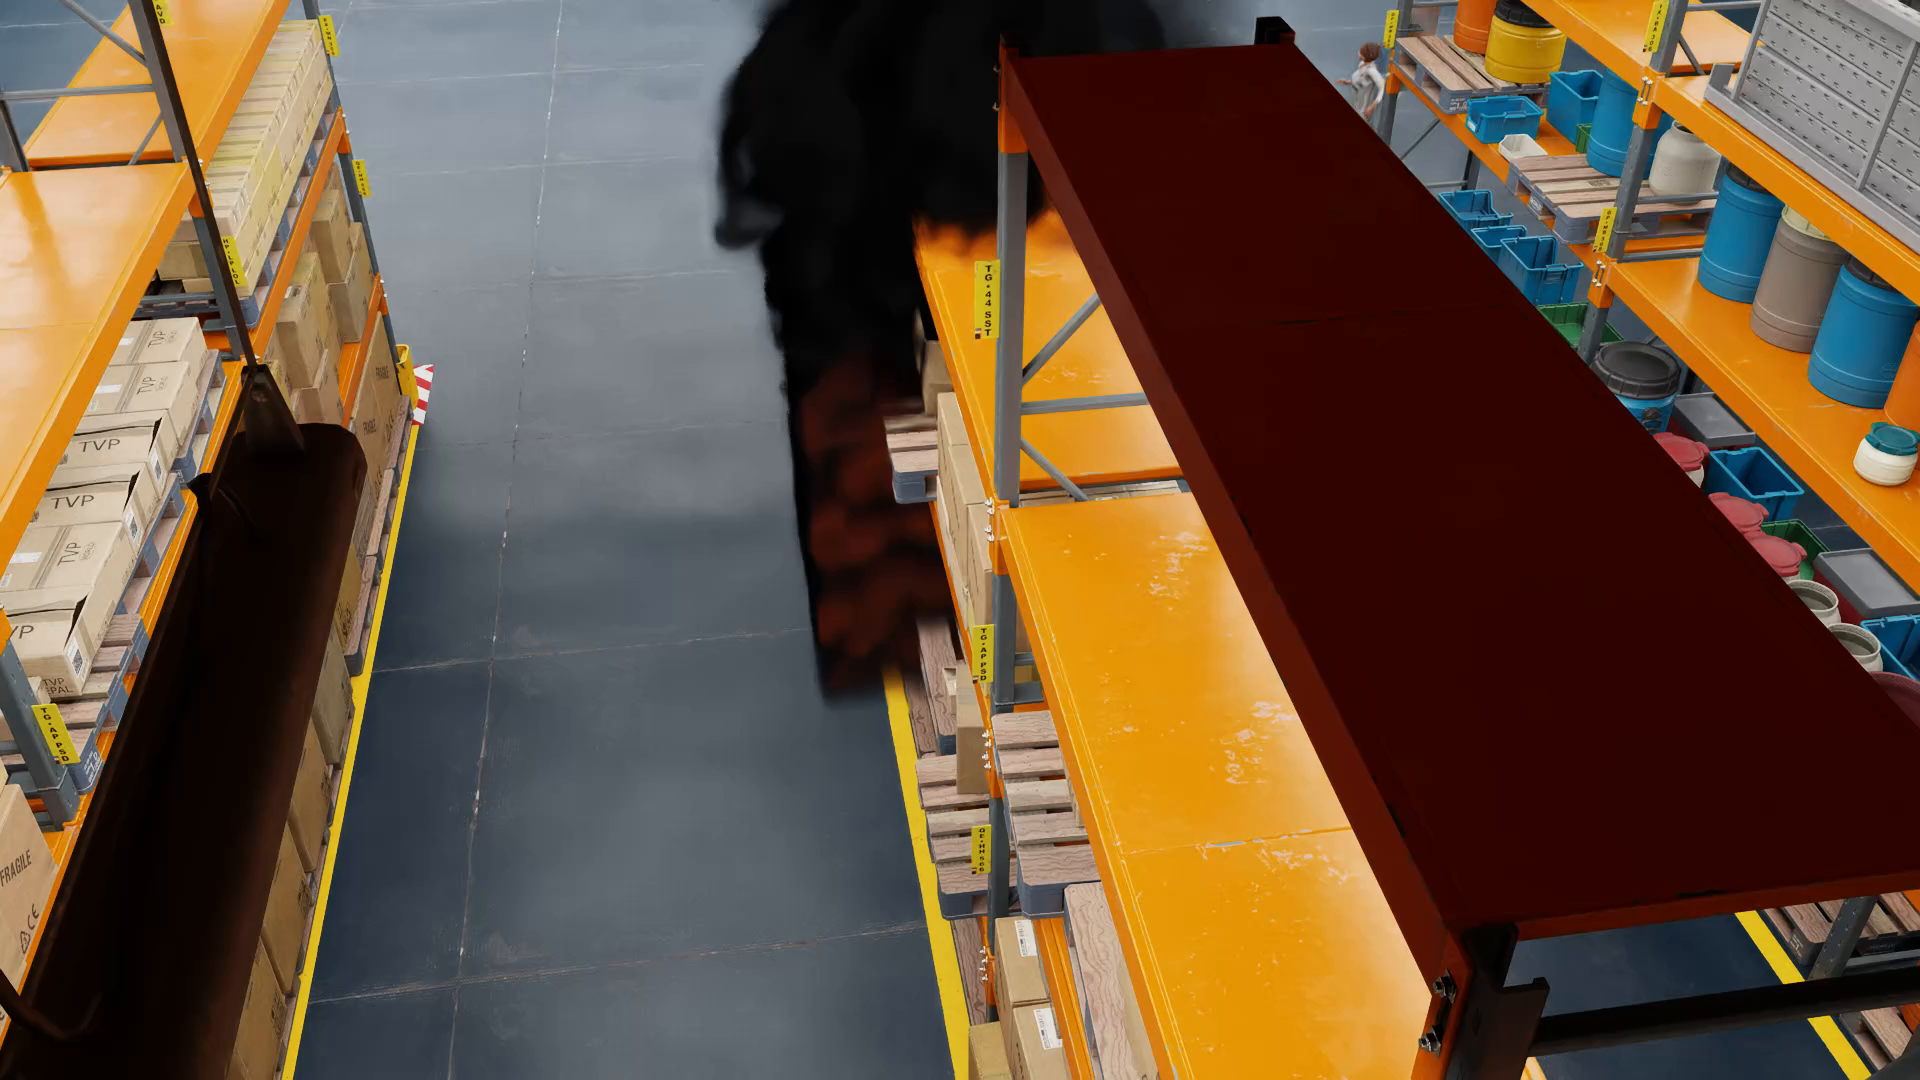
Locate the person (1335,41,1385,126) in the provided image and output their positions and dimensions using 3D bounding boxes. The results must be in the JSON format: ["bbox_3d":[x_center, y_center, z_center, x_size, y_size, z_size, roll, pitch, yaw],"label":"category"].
[{"bbox_3d":[4.512,-4.773,18.565,0.831,1.611,0.566,6,37,8],"label":"person"}]
